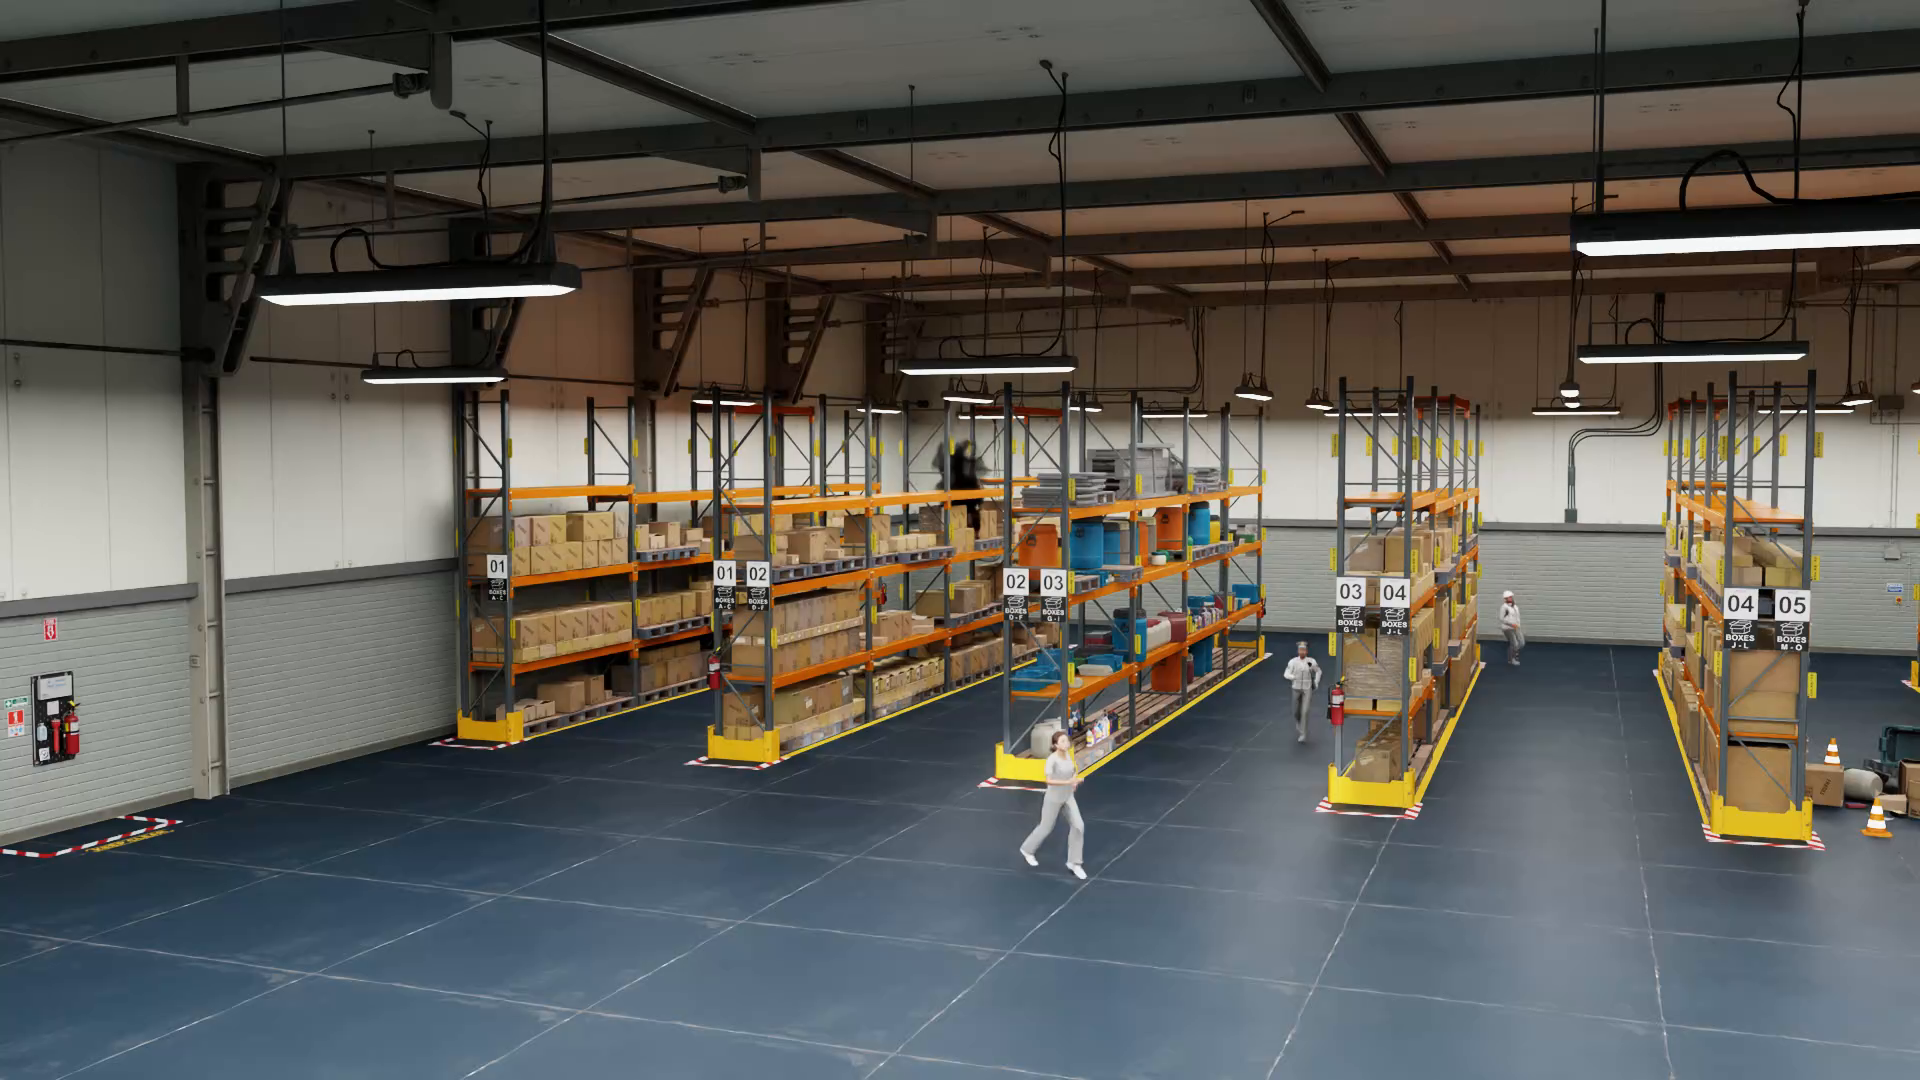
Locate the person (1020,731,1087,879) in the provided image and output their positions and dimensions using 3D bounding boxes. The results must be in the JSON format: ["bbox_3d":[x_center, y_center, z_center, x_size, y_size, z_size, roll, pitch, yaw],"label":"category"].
[{"bbox_3d":[1.129,3.087,19.614,0.575,1.708,0.902,-3,4,-42],"label":"person"}]

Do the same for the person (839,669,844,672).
[{"bbox_3d":[-2.577,2.204,34.947,0.699,1.741,0.640,1,3,16],"label":"person"}]

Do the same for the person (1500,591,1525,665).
[{"bbox_3d":[12.753,2.031,38.420,0.690,1.723,0.528,-2,4,-30],"label":"person"}]

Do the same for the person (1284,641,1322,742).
[{"bbox_3d":[5.884,2.570,28.559,0.617,1.673,0.923,1,3,17],"label":"person"}]
